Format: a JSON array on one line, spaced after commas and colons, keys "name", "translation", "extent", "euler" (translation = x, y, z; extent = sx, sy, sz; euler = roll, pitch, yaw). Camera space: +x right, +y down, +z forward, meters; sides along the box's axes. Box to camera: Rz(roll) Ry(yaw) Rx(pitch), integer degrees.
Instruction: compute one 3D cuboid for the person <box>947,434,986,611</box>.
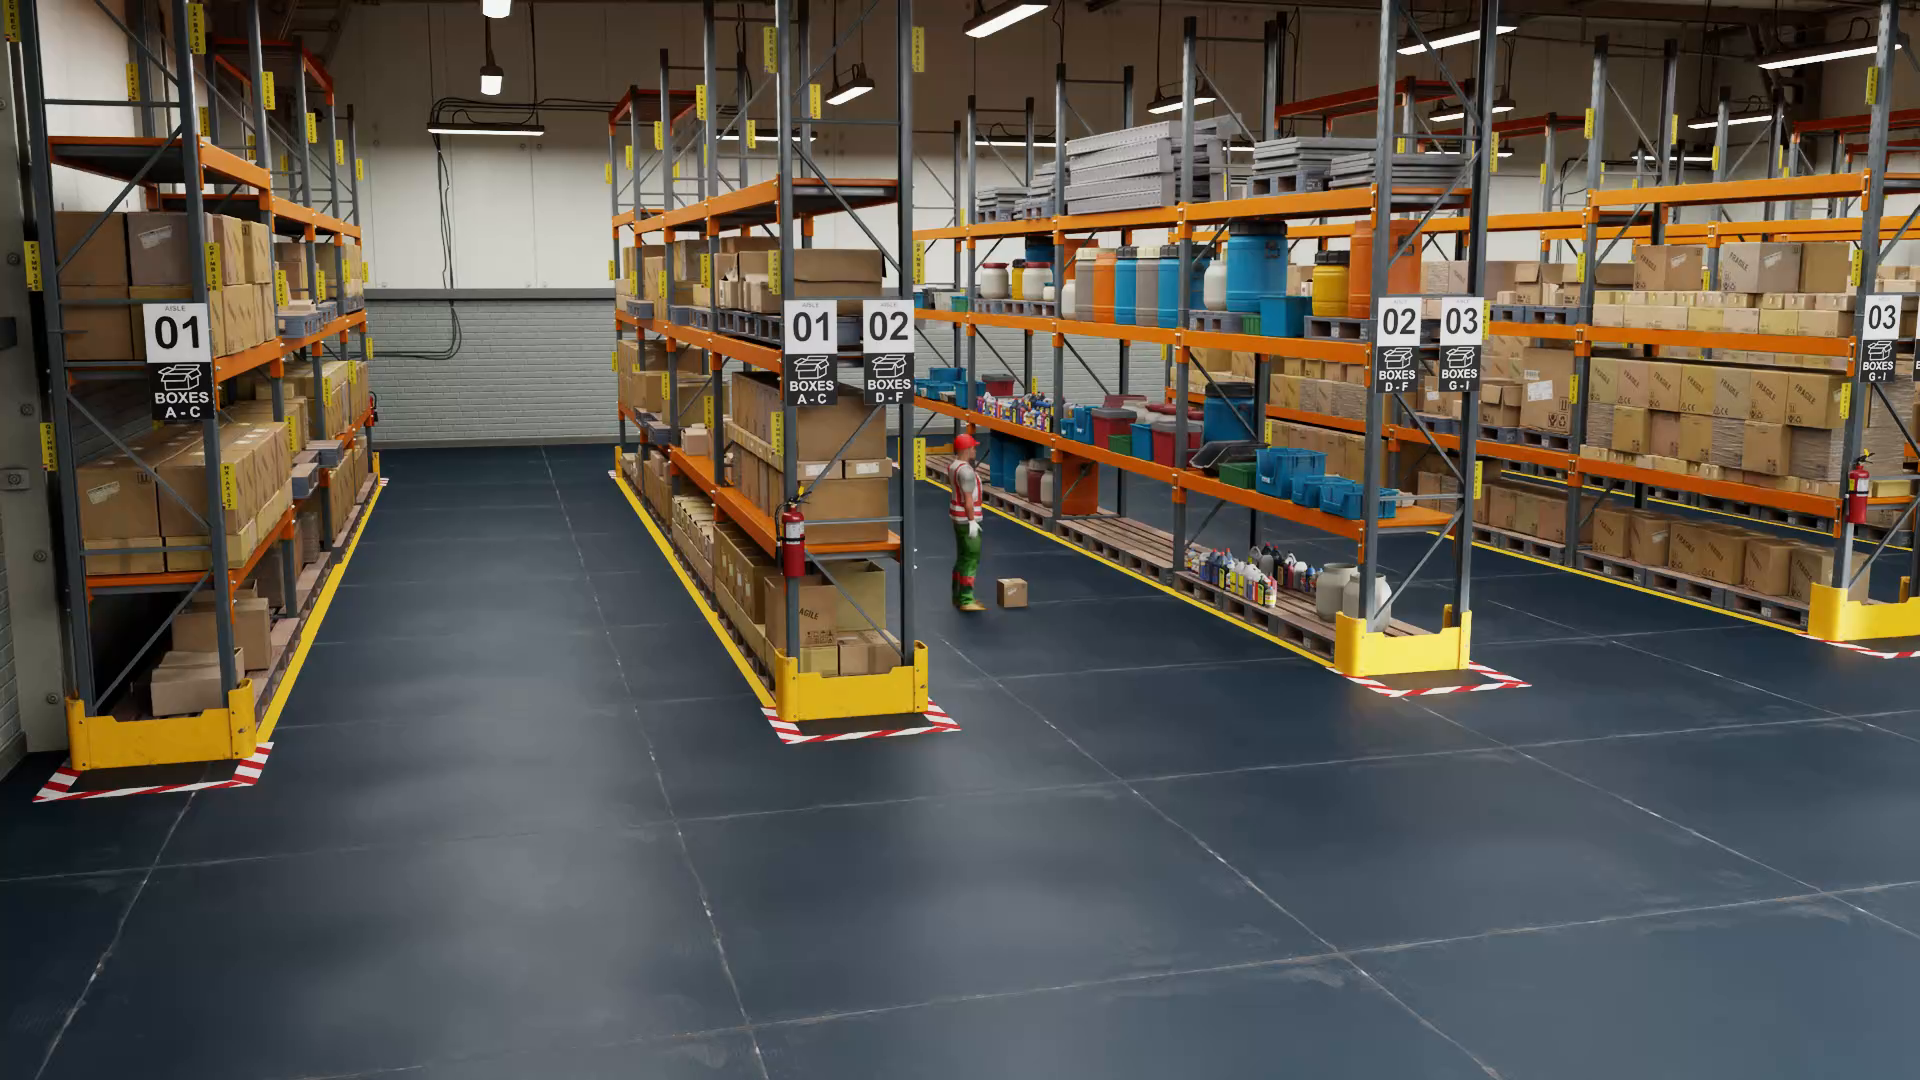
[{"name": "person", "translation": [0.071, -0.192, 16.987], "extent": [0.346, 1.787, 0.524], "euler": [-2, 9, -14]}]
